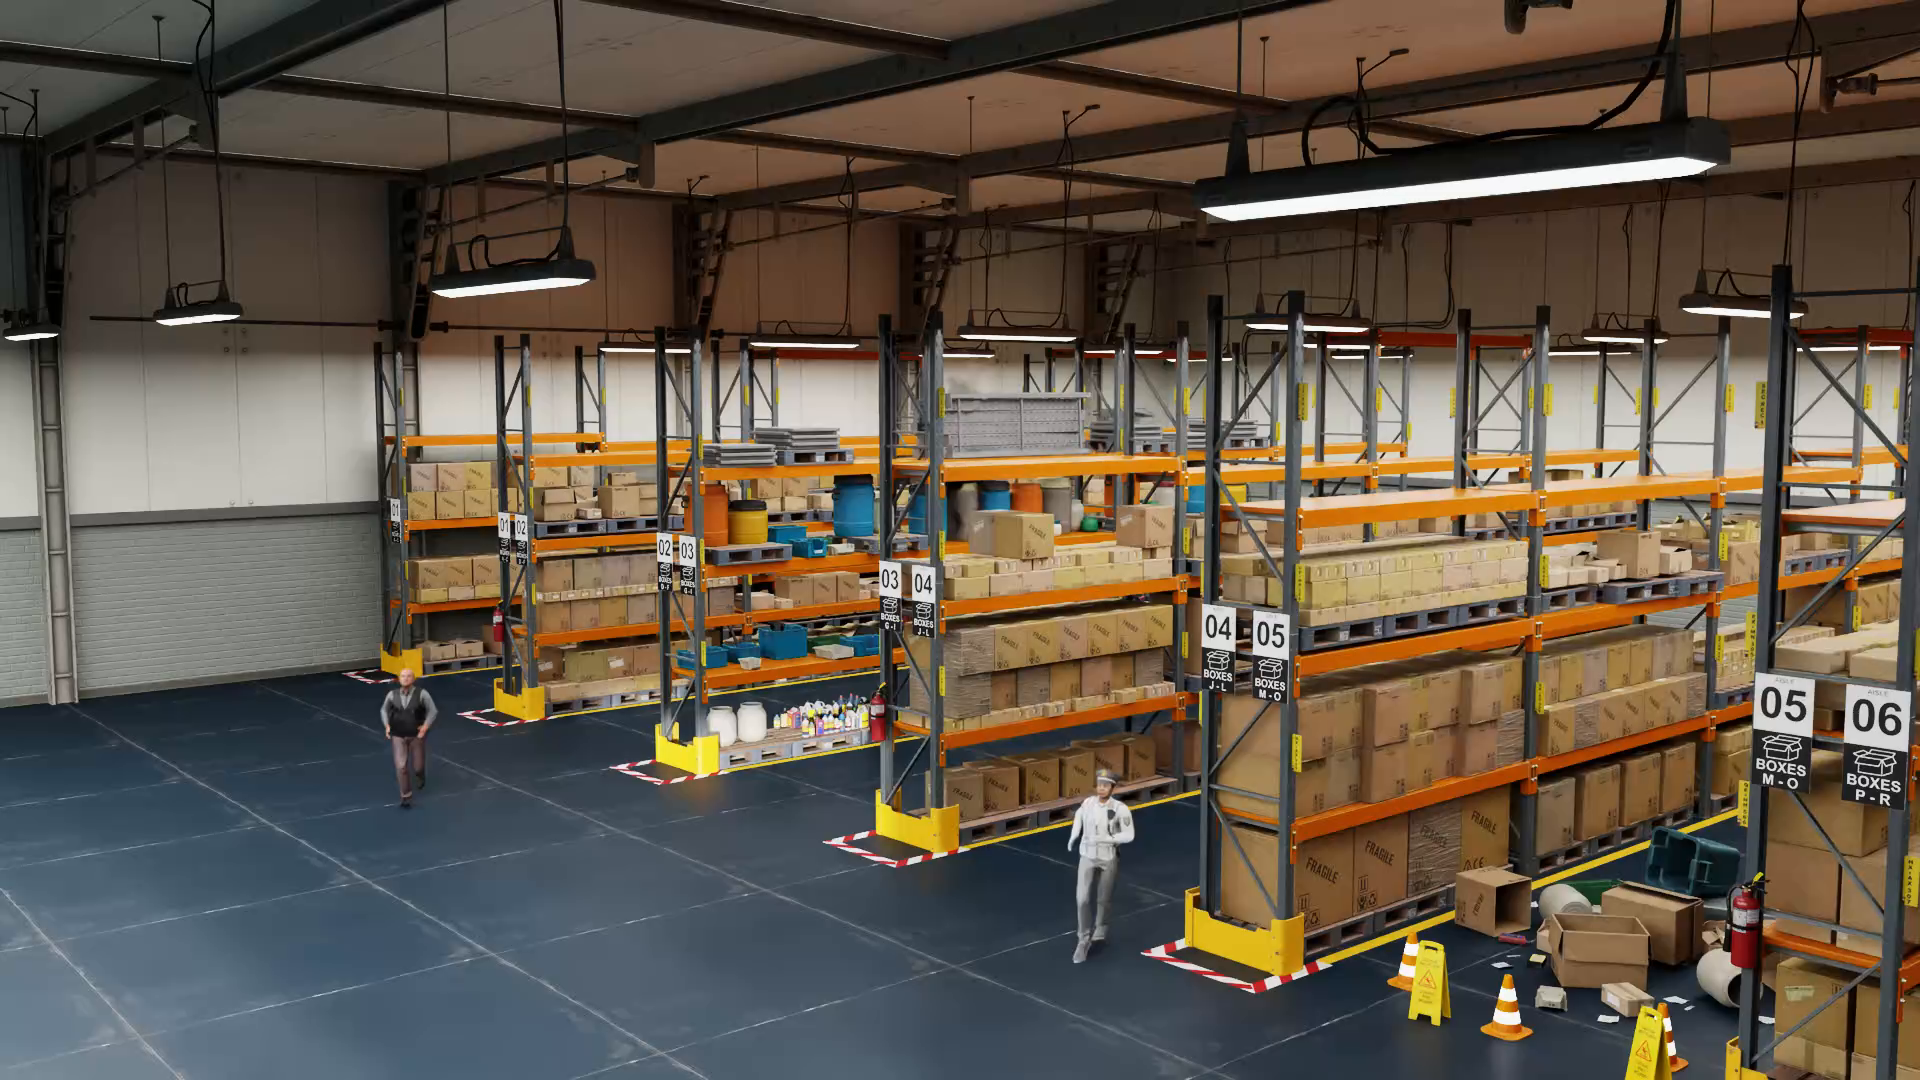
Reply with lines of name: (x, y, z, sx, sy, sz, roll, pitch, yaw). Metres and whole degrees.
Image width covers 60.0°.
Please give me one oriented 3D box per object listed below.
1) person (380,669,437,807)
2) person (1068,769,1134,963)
person: (-6.878, 2.472, 20.754, 0.695, 1.612, 0.771, -1, 5, -11)
person: (1.291, 2.953, 15.211, 0.624, 1.763, 0.692, 1, 5, 13)
